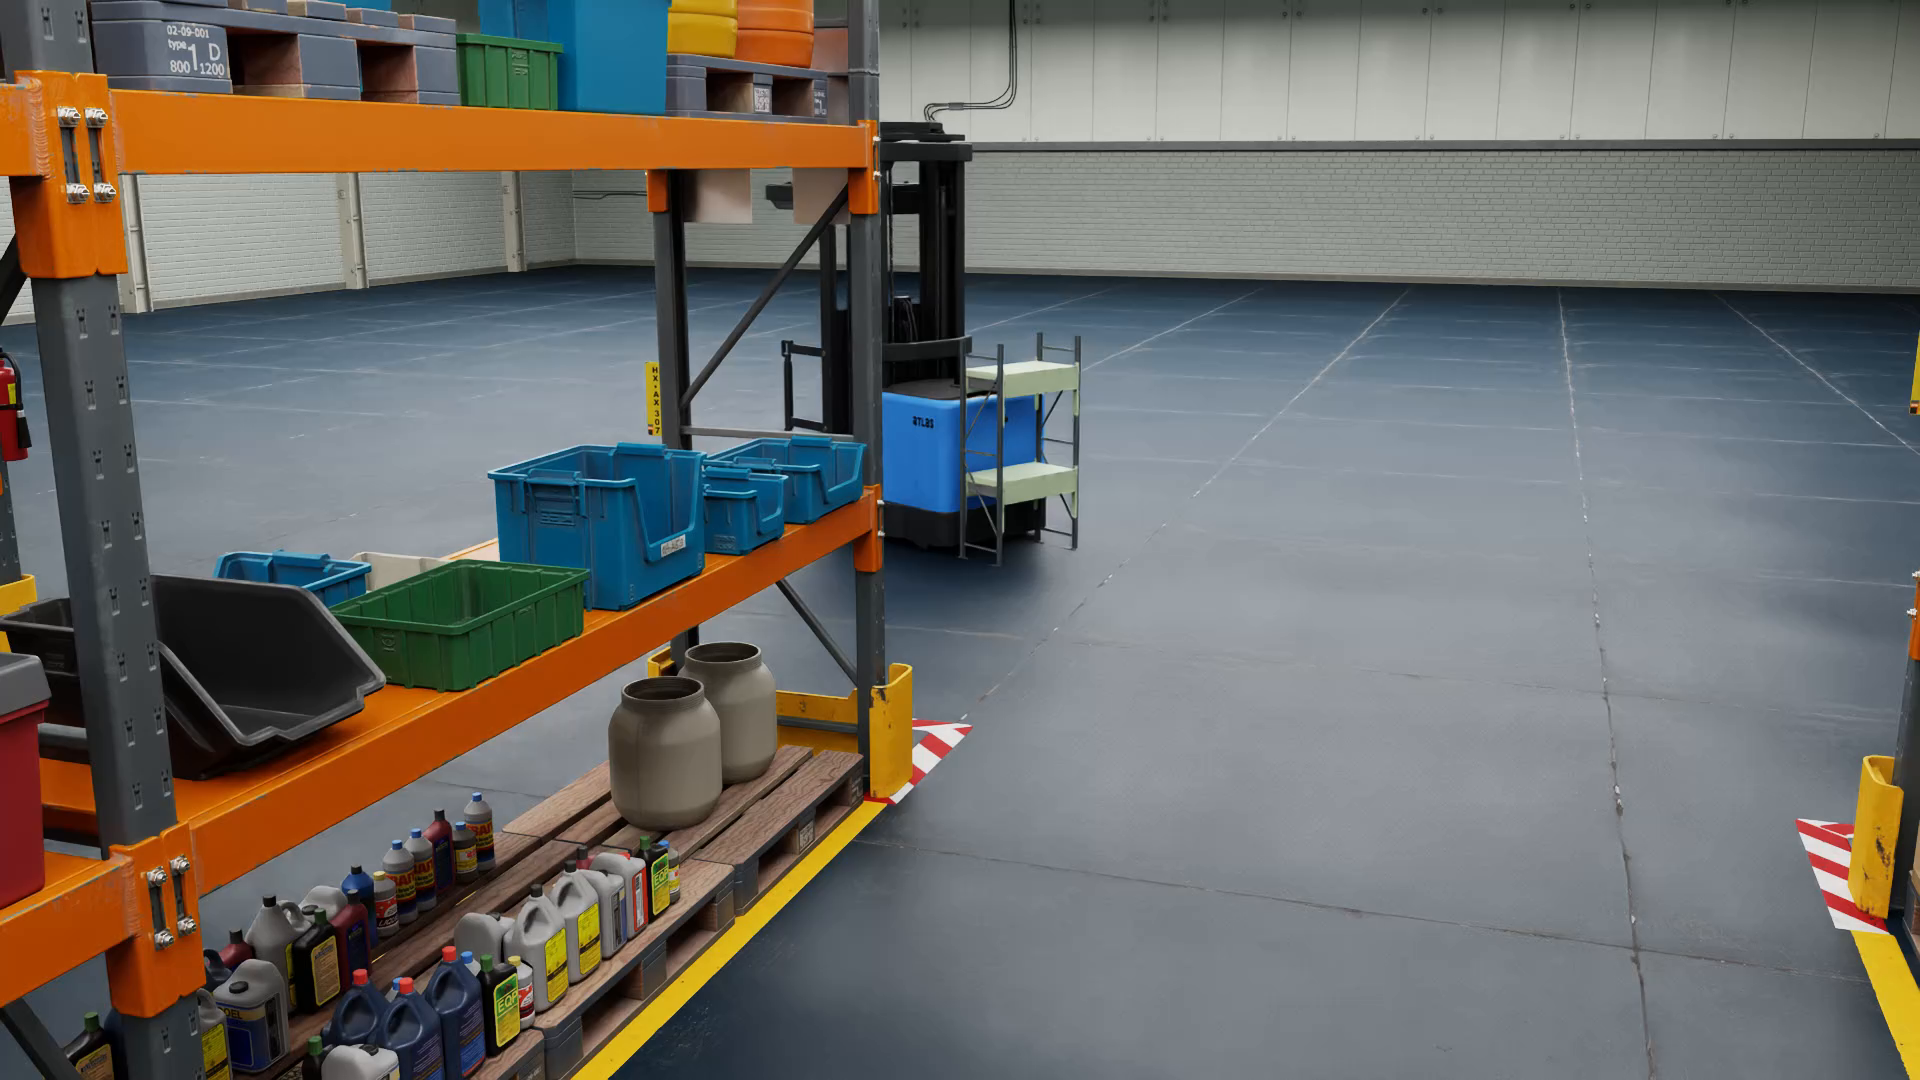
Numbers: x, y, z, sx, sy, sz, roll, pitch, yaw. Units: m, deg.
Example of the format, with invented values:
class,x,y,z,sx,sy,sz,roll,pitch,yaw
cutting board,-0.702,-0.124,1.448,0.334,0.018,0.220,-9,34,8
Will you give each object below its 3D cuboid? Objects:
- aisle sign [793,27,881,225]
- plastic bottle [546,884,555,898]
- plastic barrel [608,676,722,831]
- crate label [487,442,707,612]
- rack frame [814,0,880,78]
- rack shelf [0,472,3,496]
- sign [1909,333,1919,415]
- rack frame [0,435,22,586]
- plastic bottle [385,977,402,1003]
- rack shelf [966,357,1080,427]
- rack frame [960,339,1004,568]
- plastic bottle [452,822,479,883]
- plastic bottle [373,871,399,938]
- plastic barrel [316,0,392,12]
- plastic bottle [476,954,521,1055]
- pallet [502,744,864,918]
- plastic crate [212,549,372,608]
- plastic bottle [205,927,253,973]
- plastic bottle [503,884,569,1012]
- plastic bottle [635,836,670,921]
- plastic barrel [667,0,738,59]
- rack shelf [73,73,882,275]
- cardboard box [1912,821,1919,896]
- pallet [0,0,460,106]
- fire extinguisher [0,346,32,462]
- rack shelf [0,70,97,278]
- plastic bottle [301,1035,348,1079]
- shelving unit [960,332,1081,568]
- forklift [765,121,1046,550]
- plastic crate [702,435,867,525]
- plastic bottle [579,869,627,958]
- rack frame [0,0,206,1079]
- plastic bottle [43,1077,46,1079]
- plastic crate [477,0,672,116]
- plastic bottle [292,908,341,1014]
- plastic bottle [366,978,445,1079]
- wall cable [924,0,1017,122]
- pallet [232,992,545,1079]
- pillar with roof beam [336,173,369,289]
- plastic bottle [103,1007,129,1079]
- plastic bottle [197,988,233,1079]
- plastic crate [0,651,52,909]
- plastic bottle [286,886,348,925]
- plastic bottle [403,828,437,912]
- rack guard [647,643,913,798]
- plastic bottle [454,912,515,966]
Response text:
class,x,y,z,sx,sy,sz,roll,pitch,yaw
aisle sign,-0.517,-1.709,6.892,0.394,0.787,0.004,4,14,18
plastic bottle,-1.277,1.196,5.309,0.097,0.201,0.097,0,13,0
plastic barrel,-1.124,0.810,6.345,0.421,0.512,0.421,0,13,0
crate label,-1.161,-0.058,5.421,0.502,0.435,0.616,4,14,18
rack frame,-0.821,-3.372,6.541,1.000,3.000,0.127,4,14,18
rack shelf,-6.155,-0.032,7.006,1.077,0.370,4.000,4,14,18
sign,3.341,-0.592,5.718,0.100,0.325,0.005,4,14,18
rack frame,-5.508,-0.804,8.771,1.000,3.000,0.127,4,14,18
plastic bottle,-1.529,1.331,4.559,0.097,0.271,0.097,0,13,0
rack shelf,0.411,-1.013,11.300,0.720,0.370,0.431,-12,17,-41
rack frame,0.141,-0.577,11.145,0.023,1.500,0.400,-12,17,-41
plastic bottle,-1.736,1.083,5.801,0.097,0.201,0.097,0,13,0
plastic bottle,-1.878,1.175,5.397,0.097,0.201,0.097,0,13,0
plastic barrel,-1.692,-1.719,3.967,0.600,0.901,0.708,4,14,18
plastic bottle,-1.308,1.293,4.699,0.061,0.283,0.133,5,14,21
pallet,-1.069,1.102,6.686,1.003,0.211,1.213,4,14,18
plastic crate,-2.014,0.214,4.642,0.499,0.251,0.616,4,14,18
plastic bottle,-2.104,1.270,4.797,0.061,0.283,0.133,5,14,22
plastic bottle,-1.263,1.202,4.944,0.144,0.351,0.185,4,14,18
plastic bottle,-1.021,1.106,5.516,0.061,0.283,0.133,5,14,20
plastic barrel,-1.070,-1.957,5.715,0.600,0.588,0.600,0,13,0
rack shelf,-1.468,-1.138,5.110,1.077,0.370,4.000,4,14,18
cardboard box,3.480,1.142,5.477,0.500,0.250,0.500,4,14,18
pallet,-1.974,-1.135,3.902,1.213,0.211,1.003,4,14,18
fire extinguisher,-5.035,-0.758,8.740,0.296,0.674,0.183,4,14,18
rack shelf,-2.763,-0.296,1.420,1.077,0.370,4.000,4,14,18
plastic bottle,-1.620,1.391,4.268,0.061,0.283,0.133,4,14,18
shelving unit,0.411,-0.632,11.387,0.755,1.500,0.431,-12,17,-41
forklift,-0.745,-1.626,12.524,1.130,2.935,3.031,-12,17,-41
plastic crate,-0.700,-0.248,6.669,0.499,0.251,0.616,4,14,18
plastic bottle,-1.153,1.164,5.278,0.152,0.276,0.135,4,13,17
rack frame,-2.119,0.394,3.520,0.949,2.616,0.053,4,14,18
plastic bottle,-2.293,1.445,4.214,0.097,0.201,0.097,0,13,0
plastic crate,-1.153,-1.479,5.022,0.392,0.384,0.575,4,14,18
plastic bottle,-1.908,1.242,4.923,0.061,0.283,0.133,4,14,18
plastic bottle,-1.462,1.331,4.378,0.144,0.351,0.185,5,14,20
wall cable,0.228,-12.530,39.021,2.305,6.003,0.169,4,14,18
pallet,-1.859,1.616,4.435,1.003,0.211,1.213,4,14,18
pillar with roof beam,-8.822,-9.461,33.215,9.100,9.000,0.400,4,14,18
plastic bottle,-2.180,1.315,4.449,0.144,0.351,0.185,4,13,17
plastic bottle,-2.043,1.325,4.404,0.144,0.351,0.185,4,14,18
plastic crate,-1.983,0.487,2.968,0.402,0.464,0.583,4,14,18
plastic bottle,-1.957,1.209,5.081,0.152,0.276,0.135,5,14,19
plastic bottle,-1.814,1.099,5.573,0.097,0.271,0.097,0,13,0
rack guard,-0.801,0.790,7.402,1.175,0.500,0.348,4,14,18
plastic bottle,-1.411,1.233,4.976,0.152,0.276,0.135,4,14,18
